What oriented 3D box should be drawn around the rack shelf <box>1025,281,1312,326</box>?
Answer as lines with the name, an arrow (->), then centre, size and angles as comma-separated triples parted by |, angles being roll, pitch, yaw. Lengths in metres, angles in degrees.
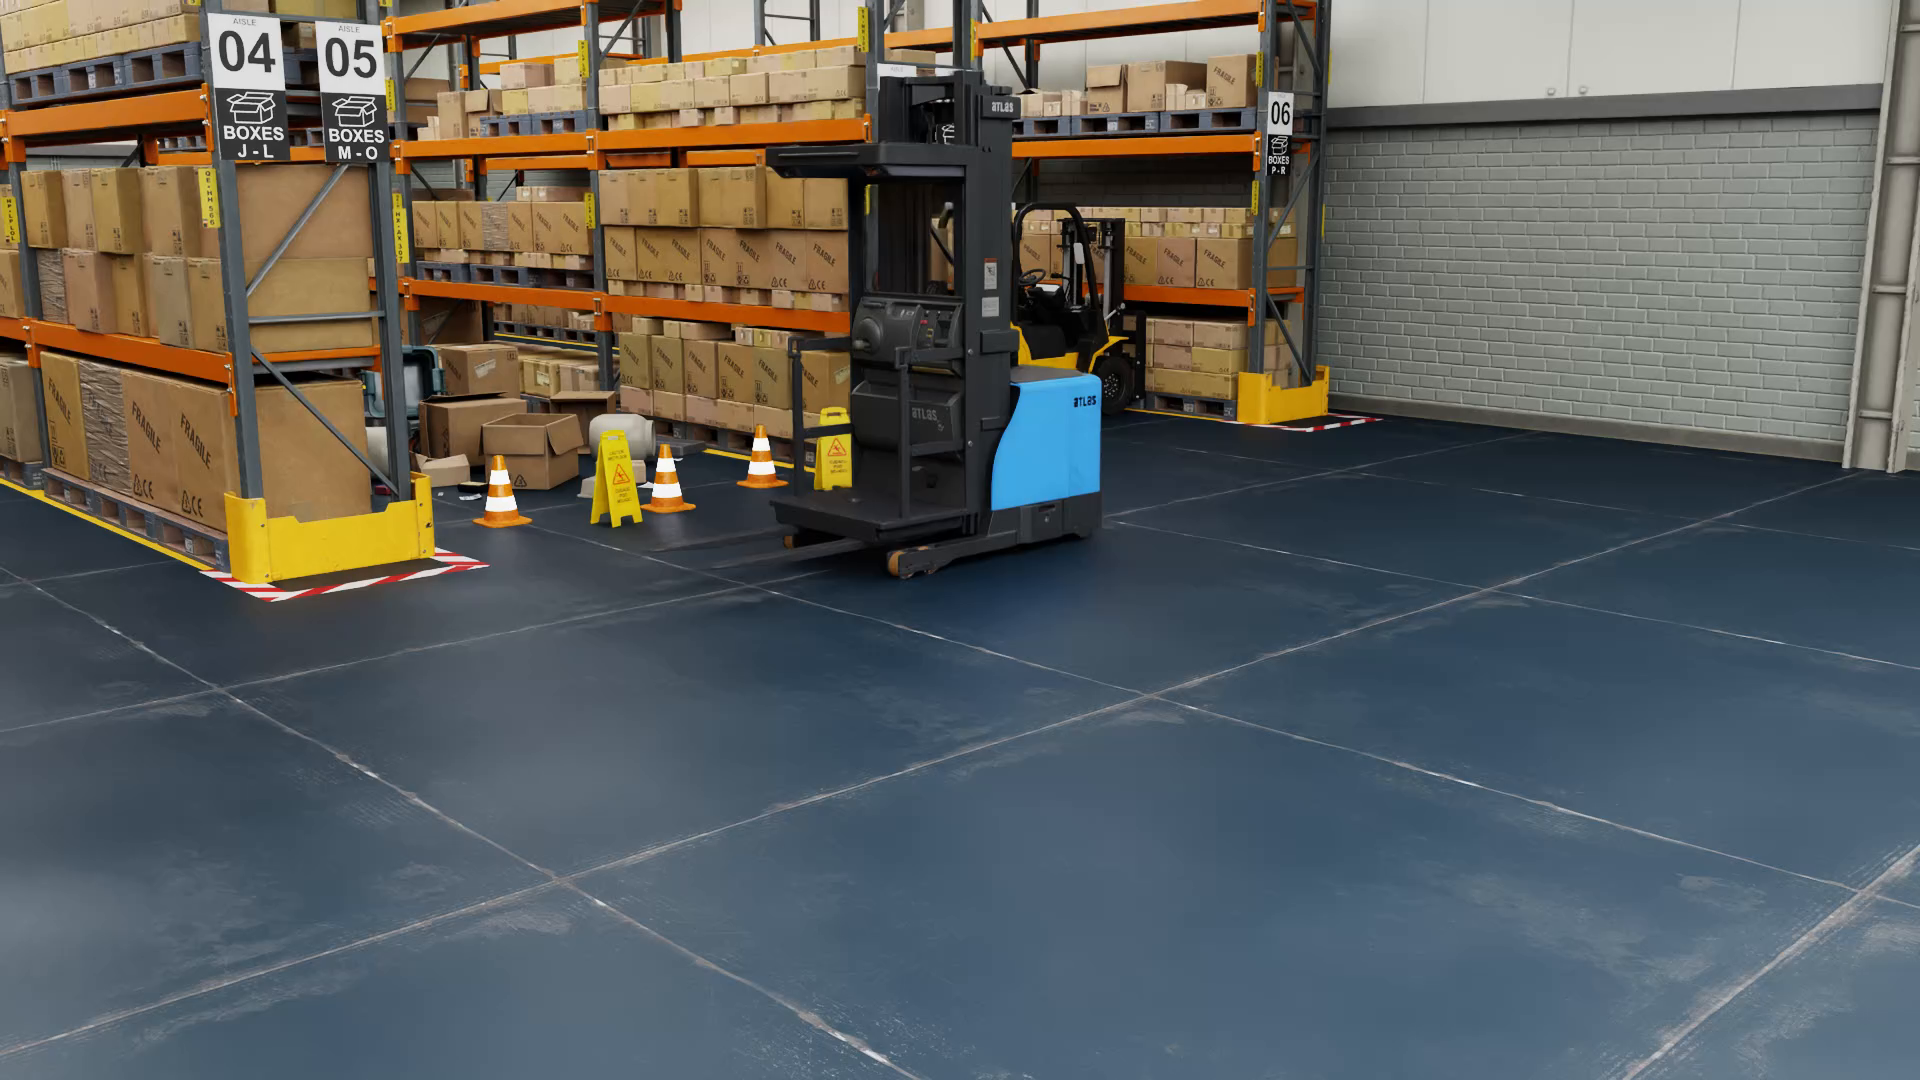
rack shelf -> 1.890, -2.654, 18.141 | 1.077, 0.370, 4.000 | -11, 16, -43

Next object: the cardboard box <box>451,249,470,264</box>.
cardboard box -> -5.249, -3.063, 17.929 | 0.380, 0.149, 0.250 | -11, 16, -42

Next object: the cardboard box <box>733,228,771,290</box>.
cardboard box -> -1.575, -2.405, 14.164 | 0.500, 0.500, 0.500 | -11, 16, -43

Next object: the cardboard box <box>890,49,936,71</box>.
cardboard box -> -0.414, -3.839, 13.324 | 0.380, 0.149, 0.250 | -11, 16, -43

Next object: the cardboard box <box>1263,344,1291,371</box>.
cardboard box -> 3.097, -1.916, 17.310 | 0.500, 0.250, 0.500 | -11, 16, -42

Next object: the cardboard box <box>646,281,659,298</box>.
cardboard box -> -2.675, -2.328, 15.399 | 0.380, 0.149, 0.250 | -11, 16, -43

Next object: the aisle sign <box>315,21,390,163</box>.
aisle sign -> -3.560, -2.622, 9.762 | 0.394, 0.787, 0.004 | -11, 16, -43

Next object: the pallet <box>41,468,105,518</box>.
pallet -> -6.120, -0.414, 12.395 | 1.003, 0.211, 1.213 | -11, 16, -43

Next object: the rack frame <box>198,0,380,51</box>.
rack frame -> -3.826, -4.256, 9.267 | 1.000, 3.000, 0.127 | -11, 16, -43

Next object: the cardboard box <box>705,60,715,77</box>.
cardboard box -> -1.963, -4.036, 14.278 | 0.380, 0.149, 0.250 | -10, 16, -41

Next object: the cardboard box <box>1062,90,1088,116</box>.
cardboard box -> 1.315, -4.697, 17.887 | 0.258, 0.266, 0.396 | 11, 16, 44

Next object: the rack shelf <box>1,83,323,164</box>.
rack shelf -> -5.207, -2.726, 11.059 | 1.077, 0.370, 4.000 | -11, 16, -43

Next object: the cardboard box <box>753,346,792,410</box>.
cardboard box -> -1.421, -1.404, 14.210 | 0.500, 0.500, 0.500 | -10, 15, -40

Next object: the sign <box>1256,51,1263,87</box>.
sign -> 2.869, -4.505, 15.911 | 0.100, 0.325, 0.005 | -11, 16, -43

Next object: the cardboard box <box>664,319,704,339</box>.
cardboard box -> -2.467, -1.925, 15.127 | 0.380, 0.149, 0.250 | -10, 15, -40

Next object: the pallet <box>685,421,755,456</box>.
pallet -> -1.742, -0.969, 15.090 | 1.003, 0.211, 1.213 | -11, 16, -43

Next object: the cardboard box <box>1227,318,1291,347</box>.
cardboard box -> 3.076, -2.159, 17.254 | 0.500, 0.250, 0.500 | -11, 16, -43

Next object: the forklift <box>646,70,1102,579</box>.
forklift -> -0.478, -1.324, 10.072 | 3.031, 2.935, 1.130 | -11, 16, -43

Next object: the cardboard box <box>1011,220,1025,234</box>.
cardboard box -> 0.719, -3.544, 18.824 | 0.380, 0.149, 0.250 | -10, 16, -41

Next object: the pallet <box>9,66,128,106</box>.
pallet -> -6.031, -3.206, 11.825 | 1.003, 0.211, 1.213 | -11, 16, -43

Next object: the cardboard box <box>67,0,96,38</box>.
cardboard box -> -5.405, -3.366, 10.728 | 0.500, 0.250, 0.500 | -11, 16, -42

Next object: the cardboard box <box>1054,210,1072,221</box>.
cardboard box -> 1.246, -3.575, 18.237 | 0.380, 0.149, 0.250 | -11, 16, -43

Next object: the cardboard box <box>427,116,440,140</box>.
cardboard box -> -5.570, -4.486, 18.151 | 0.396, 0.266, 0.258 | -11, 16, -43

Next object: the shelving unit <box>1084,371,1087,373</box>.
shelving unit -> 0.697, -0.632, 11.376 | 0.215, 1.050, 0.252 | -11, 16, -43

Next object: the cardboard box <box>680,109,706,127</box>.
cardboard box -> -2.214, -3.672, 14.489 | 0.380, 0.149, 0.250 | -11, 16, -44

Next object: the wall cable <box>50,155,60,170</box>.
wall cable -> -15.276, -5.690, 28.499 | 0.585, 1.953, 0.123 | -11, 16, -43

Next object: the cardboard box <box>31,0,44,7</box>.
cardboard box -> -6.056, -3.681, 11.268 | 0.380, 0.149, 0.250 | -11, 16, -43

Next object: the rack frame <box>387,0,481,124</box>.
rack frame -> -5.841, -6.128, 18.353 | 1.000, 3.000, 0.127 | -11, 16, -43

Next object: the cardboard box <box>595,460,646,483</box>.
cardboard box -> -2.682, -0.535, 13.141 | 0.380, 0.149, 0.250 | -3, 12, -13

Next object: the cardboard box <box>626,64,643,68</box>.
cardboard box -> -3.543, -4.664, 16.776 | 0.500, 0.250, 0.500 | -11, 16, -44

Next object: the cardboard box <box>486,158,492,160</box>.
cardboard box -> -7.526, -6.282, 27.157 | 0.380, 0.149, 0.250 | -11, 16, -42

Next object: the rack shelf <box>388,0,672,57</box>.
rack shelf -> -4.459, -5.288, 17.050 | 1.077, 0.370, 4.000 | -11, 16, -43

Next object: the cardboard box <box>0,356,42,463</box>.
cardboard box -> -7.082, -1.083, 13.269 | 1.050, 0.750, 0.750 | -11, 16, -43

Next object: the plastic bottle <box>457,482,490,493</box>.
plastic bottle -> -3.747, -0.405, 12.727 | 0.283, 0.061, 0.133 | 6, 13, 26

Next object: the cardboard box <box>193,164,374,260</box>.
cardboard box -> -4.054, -1.979, 10.037 | 0.875, 0.550, 0.550 | -11, 16, -43

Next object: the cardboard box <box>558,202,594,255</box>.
cardboard box -> -3.563, -3.041, 16.215 | 0.500, 0.500, 0.500 | -11, 16, -44

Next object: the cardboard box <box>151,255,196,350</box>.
cardboard box -> -4.511, -1.516, 10.464 | 0.875, 0.550, 0.550 | -11, 16, -43

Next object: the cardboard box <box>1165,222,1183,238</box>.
cardboard box -> 2.334, -3.210, 17.202 | 0.380, 0.149, 0.250 | -11, 16, -43

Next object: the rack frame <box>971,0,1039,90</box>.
rack frame -> 0.509, -6.236, 18.880 | 1.000, 3.000, 0.127 | -11, 16, -43

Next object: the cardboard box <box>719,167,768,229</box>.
cardboard box -> -1.597, -2.885, 14.020 | 0.700, 0.500, 0.500 | -11, 16, -43

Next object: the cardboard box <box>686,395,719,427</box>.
cardboard box -> -2.121, -1.188, 15.015 | 0.500, 0.250, 0.500 | -11, 16, -43

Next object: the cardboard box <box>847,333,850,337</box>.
cardboard box -> -0.910, -2.639, 21.131 | 0.625, 0.625, 0.875 | 11, 16, 43

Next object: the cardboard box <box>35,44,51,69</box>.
cardboard box -> -6.059, -3.291, 11.351 | 0.380, 0.149, 0.250 | -11, 16, -43

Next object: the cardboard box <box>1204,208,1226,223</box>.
cardboard box -> 2.679, -3.281, 16.811 | 0.380, 0.149, 0.250 | -11, 16, -42

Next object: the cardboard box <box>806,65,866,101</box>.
cardboard box -> -0.864, -3.600, 13.154 | 0.500, 0.250, 0.500 | -11, 16, -43

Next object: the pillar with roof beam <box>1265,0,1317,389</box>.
pillar with roof beam -> 0.329, -5.280, 14.237 | 9.100, 9.000, 0.400 | -11, 16, -43

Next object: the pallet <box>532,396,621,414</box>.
pallet -> -3.617, -1.353, 16.957 | 1.003, 0.211, 1.213 | -11, 16, -43

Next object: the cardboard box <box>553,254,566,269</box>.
cardboard box -> -3.803, -2.766, 16.485 | 0.250, 0.149, 0.380 | 11, 16, 43

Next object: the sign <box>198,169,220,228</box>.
sign -> -4.228, -1.927, 9.374 | 0.100, 0.325, 0.005 | -11, 16, -43

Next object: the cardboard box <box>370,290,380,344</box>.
cardboard box -> -6.870, -2.598, 20.311 | 0.875, 0.875, 0.875 | -11, 16, -42

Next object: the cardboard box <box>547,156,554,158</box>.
cardboard box -> -6.153, -5.979, 25.688 | 0.380, 0.149, 0.250 | -10, 15, -41

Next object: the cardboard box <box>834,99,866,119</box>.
cardboard box -> -0.765, -3.381, 13.078 | 0.380, 0.149, 0.250 | -11, 16, -42

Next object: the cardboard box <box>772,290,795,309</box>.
cardboard box -> -1.345, -2.019, 13.900 | 0.380, 0.149, 0.250 | -11, 16, -42

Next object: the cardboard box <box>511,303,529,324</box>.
cardboard box -> -6.862, -3.798, 27.066 | 0.700, 0.500, 0.500 | -10, 15, -40

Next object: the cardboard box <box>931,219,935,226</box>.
cardboard box -> -0.210, -3.762, 19.881 | 0.380, 0.149, 0.250 | -11, 16, -43

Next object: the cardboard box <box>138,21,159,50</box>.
cardboard box -> -4.652, -2.994, 9.909 | 0.380, 0.149, 0.250 | -11, 16, -42

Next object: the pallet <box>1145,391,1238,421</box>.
pallet -> 2.713, -1.454, 17.447 | 1.003, 0.211, 1.213 | -11, 16, -43
